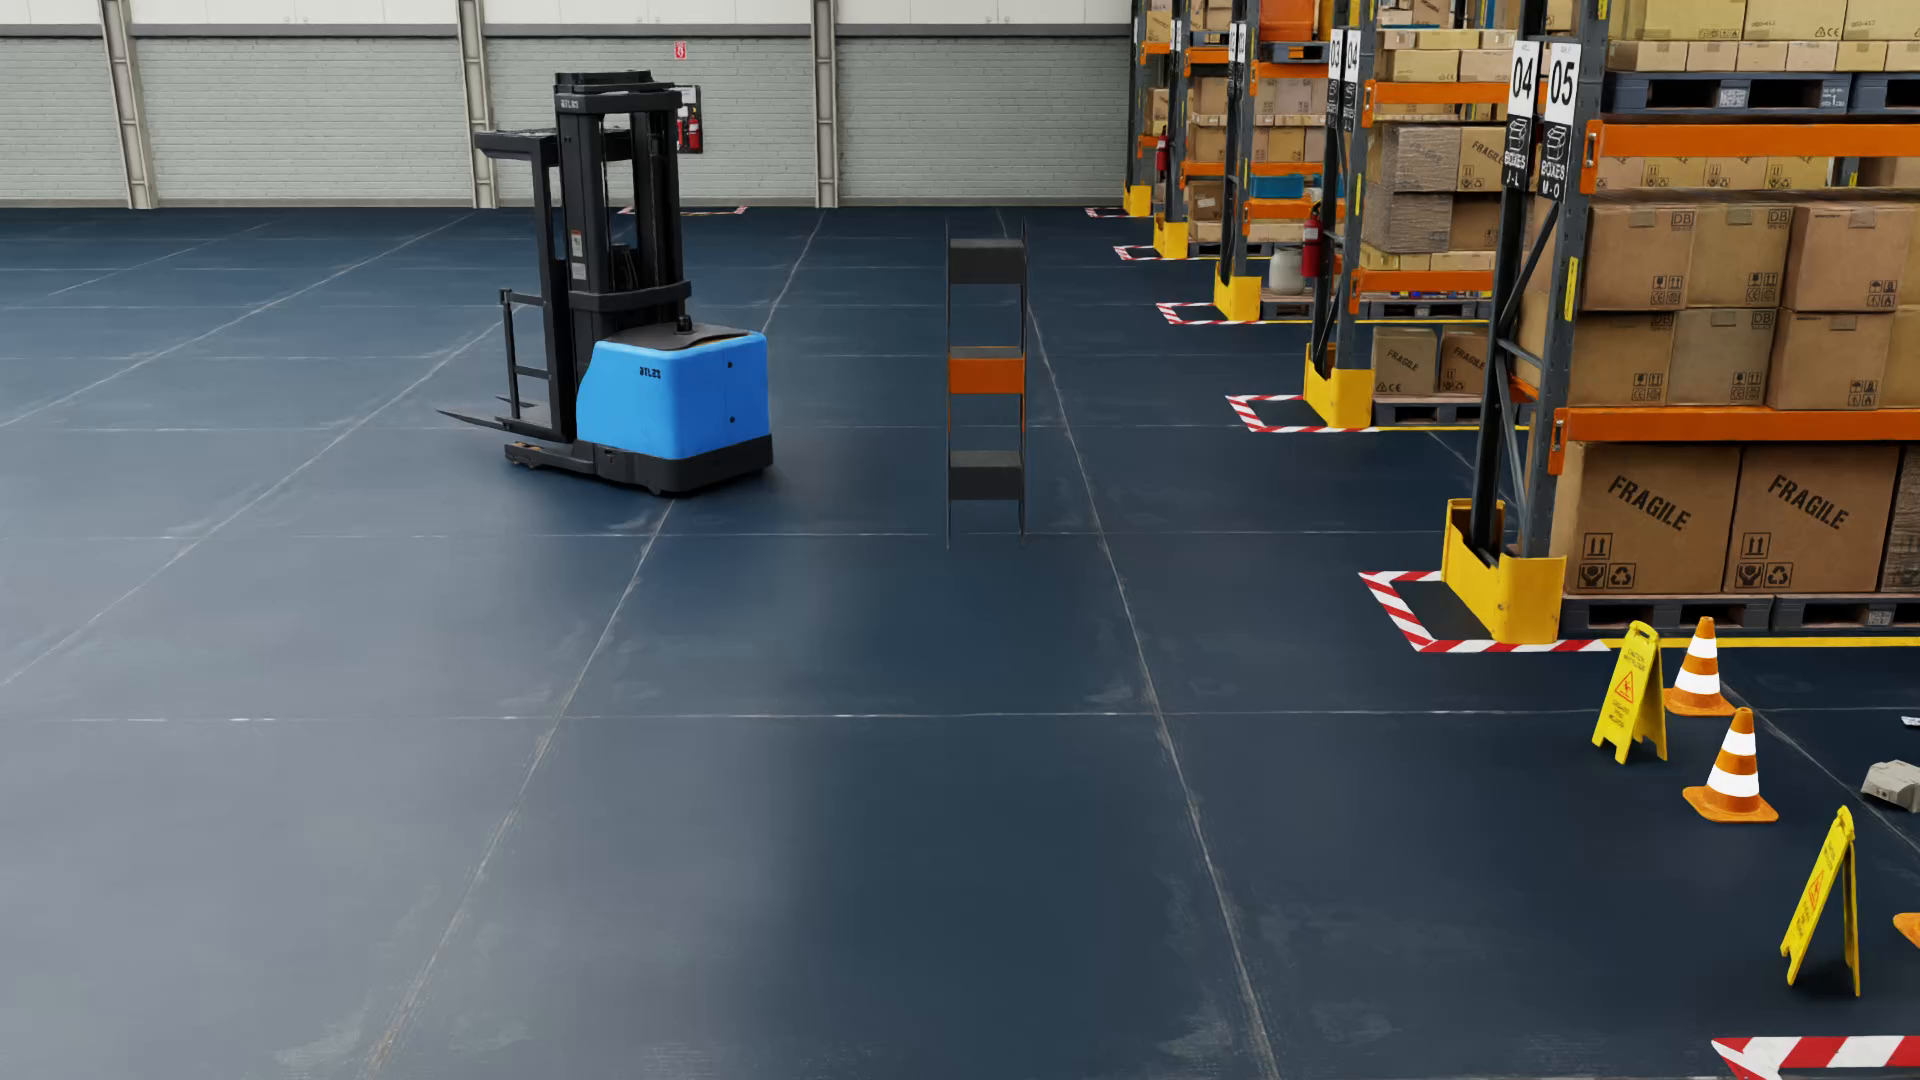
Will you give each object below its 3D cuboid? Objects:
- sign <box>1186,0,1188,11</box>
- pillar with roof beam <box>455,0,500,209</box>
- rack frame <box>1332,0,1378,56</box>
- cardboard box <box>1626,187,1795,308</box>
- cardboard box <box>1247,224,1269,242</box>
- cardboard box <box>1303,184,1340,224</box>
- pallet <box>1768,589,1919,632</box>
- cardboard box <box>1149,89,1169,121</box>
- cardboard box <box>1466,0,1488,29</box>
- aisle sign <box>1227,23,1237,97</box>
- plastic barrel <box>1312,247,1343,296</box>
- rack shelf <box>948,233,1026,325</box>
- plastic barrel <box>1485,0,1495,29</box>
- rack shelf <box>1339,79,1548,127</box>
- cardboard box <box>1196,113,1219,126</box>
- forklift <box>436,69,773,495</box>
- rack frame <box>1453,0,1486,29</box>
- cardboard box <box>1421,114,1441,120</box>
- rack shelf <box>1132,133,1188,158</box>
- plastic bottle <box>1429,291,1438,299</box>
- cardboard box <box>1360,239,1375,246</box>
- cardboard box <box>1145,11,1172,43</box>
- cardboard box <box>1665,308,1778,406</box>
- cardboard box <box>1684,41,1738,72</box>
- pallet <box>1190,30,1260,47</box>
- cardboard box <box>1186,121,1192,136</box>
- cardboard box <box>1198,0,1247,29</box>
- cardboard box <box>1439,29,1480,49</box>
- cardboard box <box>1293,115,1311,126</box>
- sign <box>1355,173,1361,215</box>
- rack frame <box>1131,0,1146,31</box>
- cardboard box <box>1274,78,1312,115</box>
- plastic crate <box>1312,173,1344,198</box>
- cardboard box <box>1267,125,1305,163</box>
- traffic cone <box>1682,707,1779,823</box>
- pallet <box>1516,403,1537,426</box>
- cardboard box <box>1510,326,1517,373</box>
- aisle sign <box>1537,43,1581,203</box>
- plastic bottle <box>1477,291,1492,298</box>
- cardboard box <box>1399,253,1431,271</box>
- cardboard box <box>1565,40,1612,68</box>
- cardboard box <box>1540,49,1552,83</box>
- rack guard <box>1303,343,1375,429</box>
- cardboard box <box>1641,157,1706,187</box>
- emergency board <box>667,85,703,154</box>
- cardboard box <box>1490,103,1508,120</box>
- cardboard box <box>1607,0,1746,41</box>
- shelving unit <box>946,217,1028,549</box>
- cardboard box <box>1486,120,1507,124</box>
[{"bbox_3d":[3.054,-7.281,22.363,0.005,0.325,0.100,0,18,-1],"label":"sign"},{"bbox_3d":[-8.275,-8.833,23.850,0.400,9.000,9.100,0,18,-1],"label":"pillar with roof beam"},{"bbox_3d":[3.204,-5.399,13.147,0.127,3.000,1.000,0,18,-1],"label":"rack frame"},{"bbox_3d":[4.101,-1.634,9.217,0.550,0.550,0.875,0,18,-1],"label":"cardboard box"},{"bbox_3d":[4.091,-4.397,23.659,0.500,0.250,0.500,0,18,-1],"label":"cardboard box"},{"bbox_3d":[5.091,-4.757,23.553,0.500,0.500,0.500,0,18,-1],"label":"cardboard box"},{"bbox_3d":[5.196,0.268,9.868,1.213,0.211,1.003,0,18,-1],"label":"pallet"},{"bbox_3d":[3.451,-7.287,27.838,0.500,0.500,0.500,0,18,-1],"label":"cardboard box"},{"bbox_3d":[8.750,-8.761,27.685,0.500,0.500,0.500,-1,18,-3],"label":"cardboard box"},{"bbox_3d":[3.049,-5.384,18.664,0.004,0.787,0.394,0,18,-1],"label":"aisle sign"},{"bbox_3d":[4.283,-3.100,19.185,0.421,0.512,0.421,0,18,0],"label":"plastic barrel"},{"bbox_3d":[0.166,-1.654,10.520,0.480,0.518,0.431,0,18,-1],"label":"rack shelf"},{"bbox_3d":[6.128,-5.970,18.328,0.708,0.901,0.600,0,18,-1],"label":"plastic barrel"},{"bbox_3d":[5.203,-3.638,13.746,4.000,0.370,1.077,0,18,-1],"label":"rack shelf"},{"bbox_3d":[3.447,-5.861,23.182,0.250,0.149,0.380,0,18,-1],"label":"cardboard box"},{"bbox_3d":[-2.903,-2.062,12.676,3.031,2.935,1.130,13,22,35],"label":"forklift"},{"bbox_3d":[7.050,-8.444,22.639,0.127,3.000,1.000,0,18,-1],"label":"rack frame"},{"bbox_3d":[6.535,-5.877,23.231,0.250,0.149,0.380,-1,18,-2],"label":"cardboard box"},{"bbox_3d":[4.969,-6.748,28.352,4.000,0.370,1.077,0,18,-1],"label":"rack shelf"},{"bbox_3d":[5.386,-2.882,18.866,0.097,0.271,0.097,0,18,0],"label":"plastic bottle"},{"bbox_3d":[3.485,-2.488,14.303,0.250,0.149,0.380,0,18,-1],"label":"cardboard box"},{"bbox_3d":[3.307,-8.492,27.502,0.500,0.500,0.500,0,18,1],"label":"cardboard box"},{"bbox_3d":[4.101,-1.124,9.395,0.550,0.550,0.875,0,18,-1],"label":"cardboard box"},{"bbox_3d":[3.784,-2.489,8.545,0.250,0.149,0.380,0,18,0],"label":"cardboard box"},{"bbox_3d":[3.758,-6.950,23.037,1.213,0.211,1.003,0,18,-1],"label":"pallet"},{"bbox_3d":[3.981,-6.932,27.958,0.500,0.250,0.500,-1,18,-3],"label":"cardboard box"},{"bbox_3d":[3.626,-7.314,22.941,0.637,0.503,0.797,1,18,3],"label":"cardboard box"},{"bbox_3d":[3.994,-4.031,13.384,0.250,0.149,0.380,-1,18,-2],"label":"cardboard box"},{"bbox_3d":[4.734,-5.868,23.203,0.250,0.149,0.380,-1,18,-2],"label":"cardboard box"},{"bbox_3d":[3.212,-2.789,13.415,0.005,0.325,0.100,0,18,-1],"label":"sign"},{"bbox_3d":[2.969,-9.938,27.295,0.127,3.000,1.000,0,18,-1],"label":"rack frame"},{"bbox_3d":[4.601,-6.239,23.299,0.500,0.500,0.700,0,18,-1],"label":"cardboard box"},{"bbox_3d":[4.271,-4.080,19.099,0.408,0.251,0.499,0,18,-1],"label":"plastic crate"},{"bbox_3d":[4.540,-5.619,23.489,0.500,0.500,0.700,0,18,0],"label":"cardboard box"},{"bbox_3d":[3.412,0.958,7.302,0.334,0.463,0.336,0,18,-1],"label":"traffic cone"},{"bbox_3d":[5.309,-1.214,14.485,1.213,0.211,1.003,0,18,-1],"label":"pallet"},{"bbox_3d":[5.052,-1.561,14.408,0.500,0.500,0.500,1,18,4],"label":"cardboard box"},{"bbox_3d":[3.115,-2.173,8.656,0.004,0.787,0.394,0,18,-1],"label":"aisle sign"},{"bbox_3d":[5.971,-2.929,18.885,0.185,0.351,0.144,0,18,-1],"label":"plastic bottle"},{"bbox_3d":[3.743,-2.347,13.865,0.250,0.149,0.380,0,18,-1],"label":"cardboard box"},{"bbox_3d":[3.508,-2.689,9.168,0.250,0.149,0.380,0,18,-1],"label":"cardboard box"},{"bbox_3d":[4.700,-3.829,13.407,0.500,0.250,0.500,0,18,-1],"label":"cardboard box"},{"bbox_3d":[3.280,-1.353,14.447,0.348,0.500,1.175,0,18,-1],"label":"rack guard"},{"bbox_3d":[5.758,-3.136,13.626,0.500,0.500,0.500,0,18,-1],"label":"cardboard box"},{"bbox_3d":[-4.815,-7.320,28.955,0.643,1.169,0.194,0,18,-1],"label":"emergency board"},{"bbox_3d":[9.253,-7.359,28.193,0.500,0.500,0.700,0,18,-1],"label":"cardboard box"},{"bbox_3d":[3.667,-2.698,8.543,0.500,0.250,0.500,0,18,-1],"label":"cardboard box"},{"bbox_3d":[0.166,-1.001,10.729,0.503,2.100,0.431,0,18,-1],"label":"shelving unit"},{"bbox_3d":[4.749,-3.292,14.112,0.500,0.500,0.500,0,18,-1],"label":"cardboard box"}]
